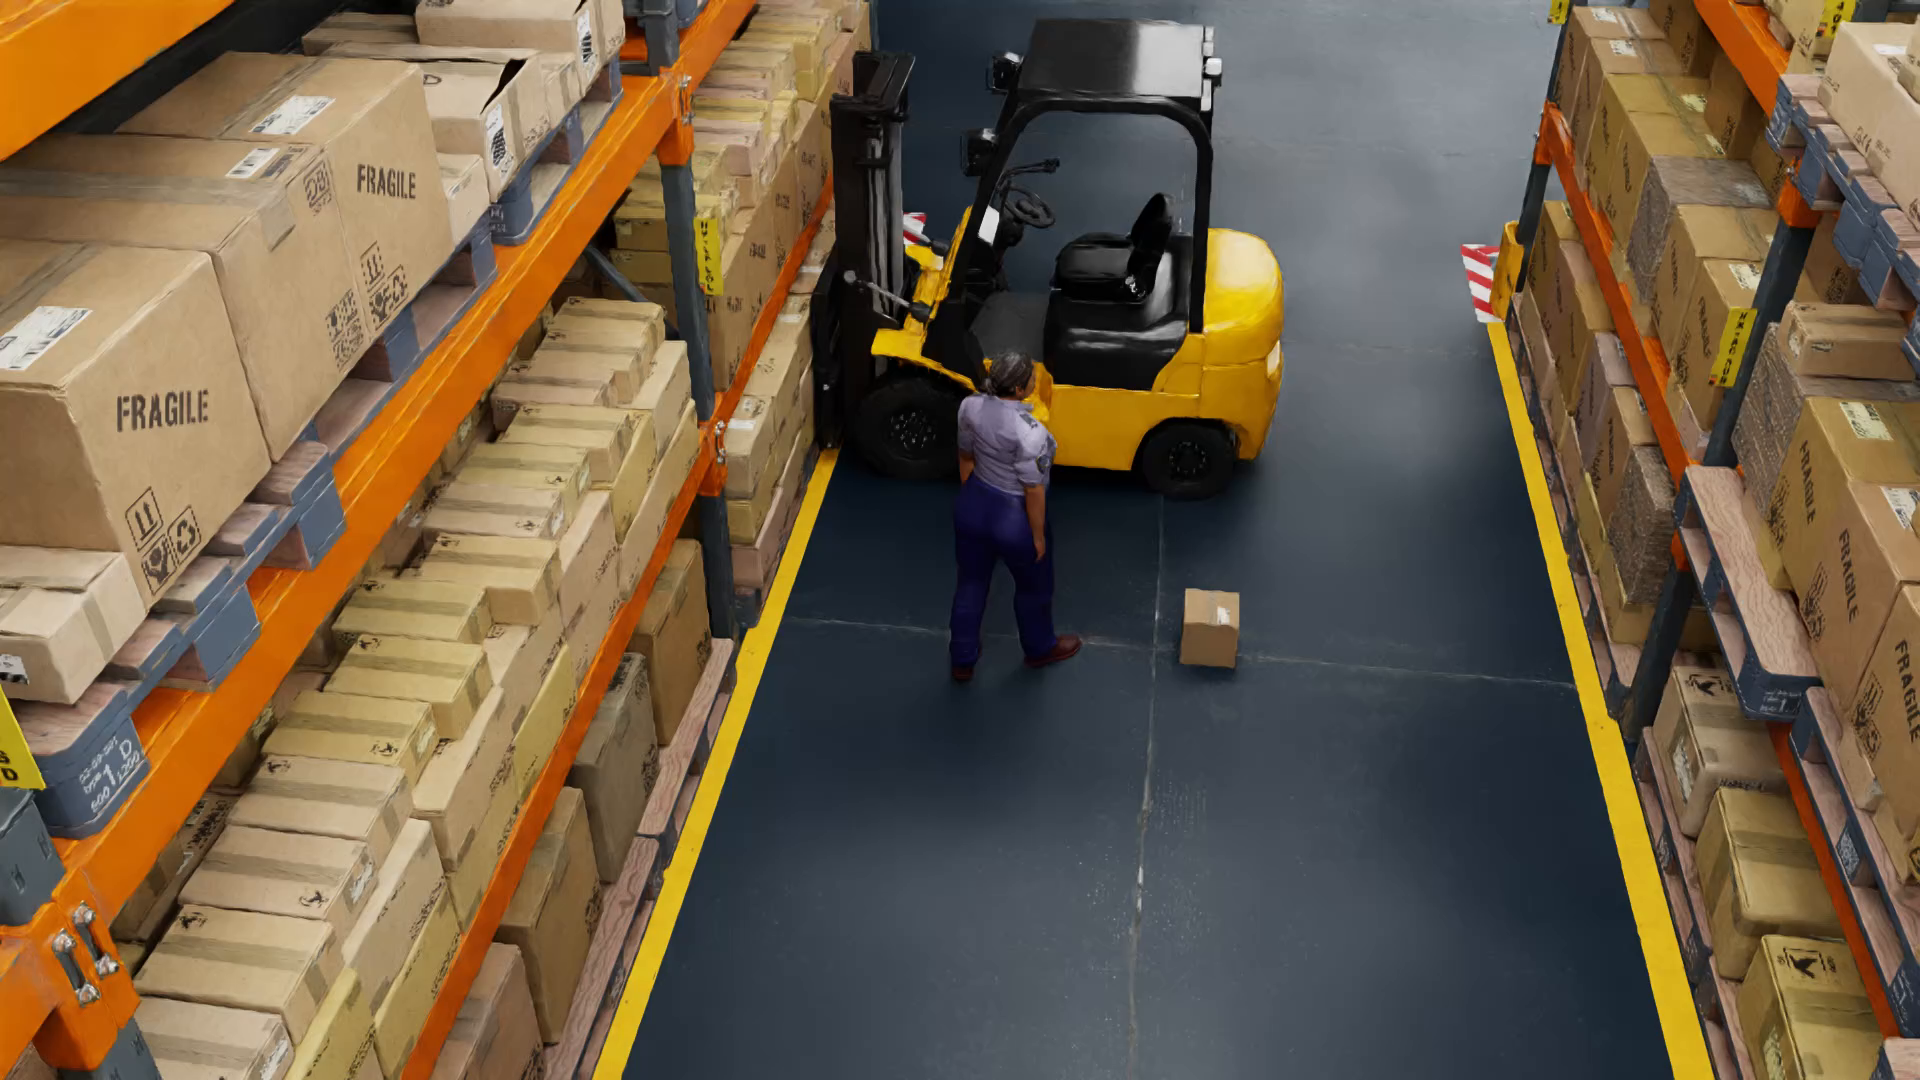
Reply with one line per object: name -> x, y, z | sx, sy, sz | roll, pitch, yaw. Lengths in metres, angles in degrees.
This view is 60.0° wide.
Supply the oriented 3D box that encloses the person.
person -> 0.222, -0.121, 7.206 | 0.489, 1.643, 0.571 | 23, 42, 28
